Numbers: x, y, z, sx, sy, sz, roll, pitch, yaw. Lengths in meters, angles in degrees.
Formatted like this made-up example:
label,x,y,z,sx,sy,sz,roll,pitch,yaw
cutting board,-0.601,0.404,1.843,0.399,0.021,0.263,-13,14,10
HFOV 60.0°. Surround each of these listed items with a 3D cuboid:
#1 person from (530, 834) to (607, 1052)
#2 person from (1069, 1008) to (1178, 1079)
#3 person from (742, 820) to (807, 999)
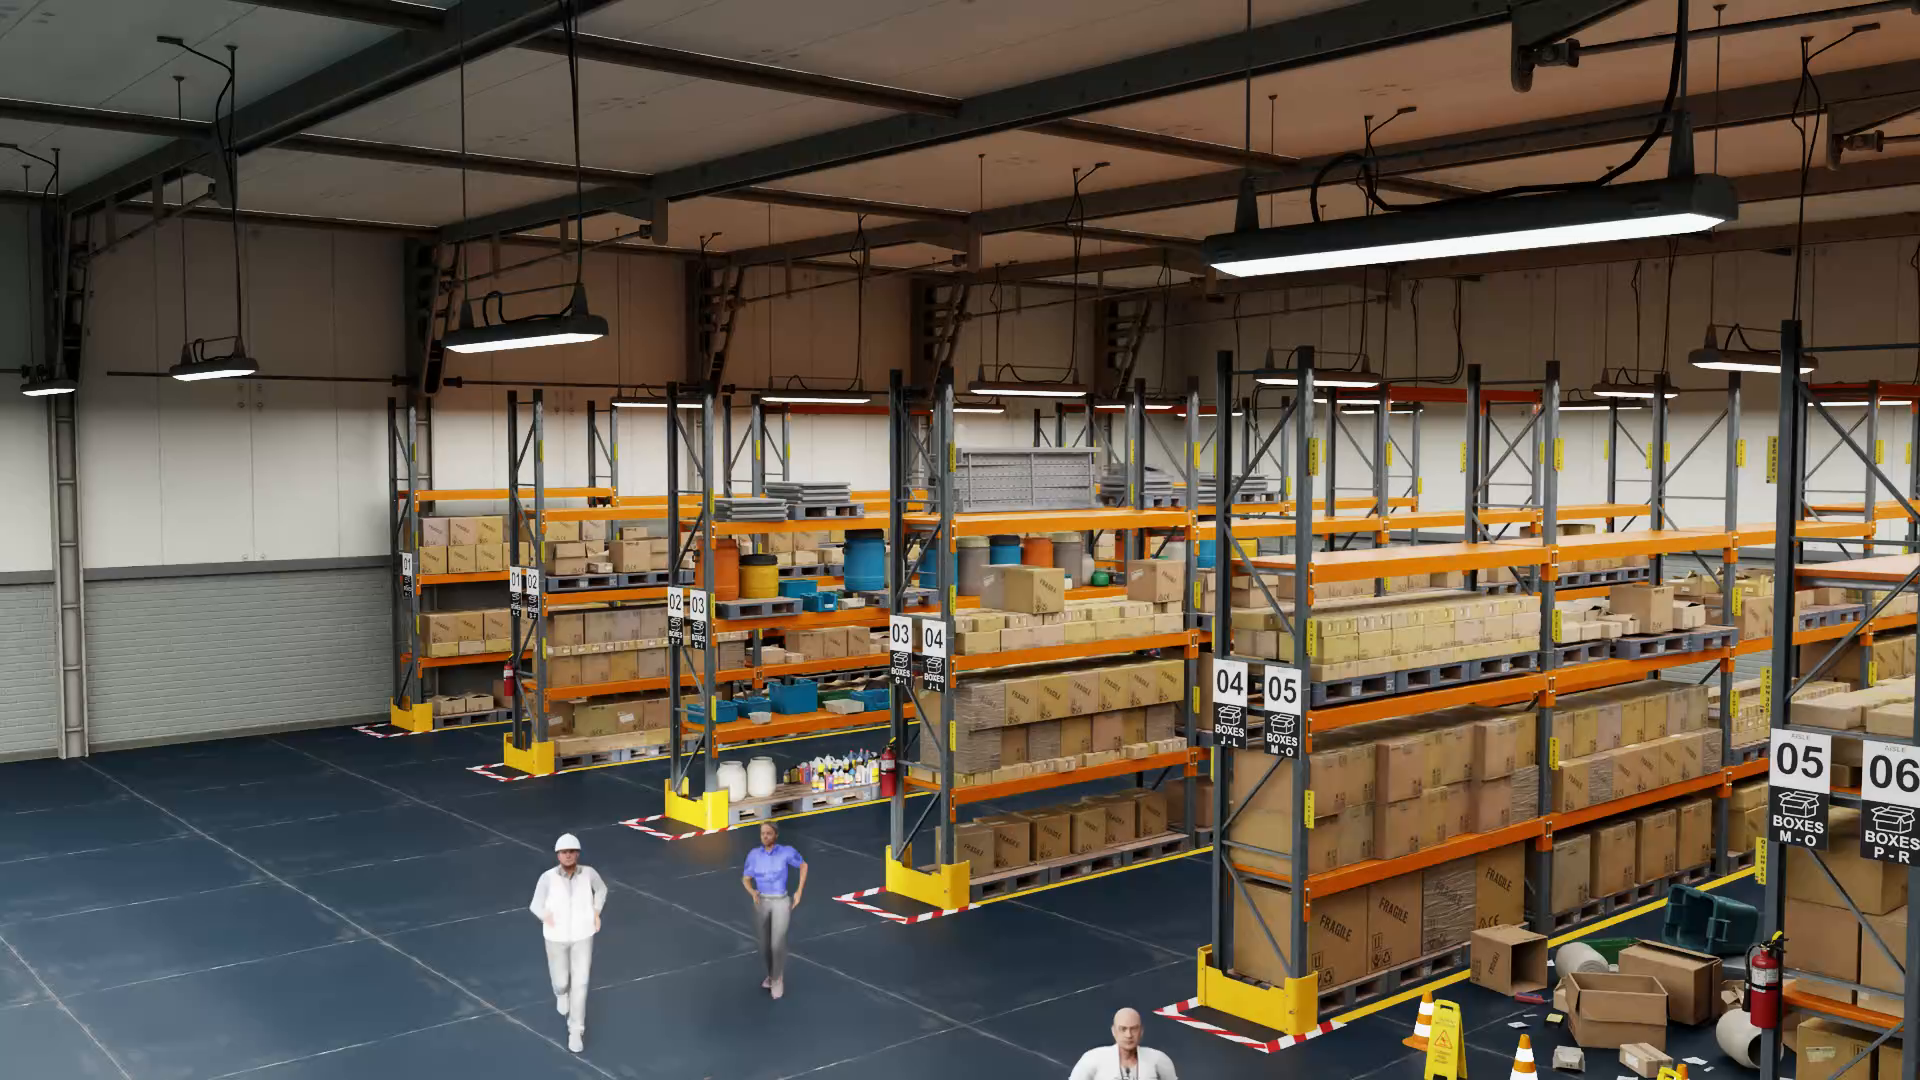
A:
label,x,y,z,sx,sy,sz,roll,pitch,yaw
person,-3.385,3.432,14.428,0.661,1.770,0.935,-1,3,-15
person,1.002,3.704,10.124,0.726,1.734,0.702,0,3,-3
person,-1.751,3.447,15.541,0.581,1.651,0.656,0,3,6
